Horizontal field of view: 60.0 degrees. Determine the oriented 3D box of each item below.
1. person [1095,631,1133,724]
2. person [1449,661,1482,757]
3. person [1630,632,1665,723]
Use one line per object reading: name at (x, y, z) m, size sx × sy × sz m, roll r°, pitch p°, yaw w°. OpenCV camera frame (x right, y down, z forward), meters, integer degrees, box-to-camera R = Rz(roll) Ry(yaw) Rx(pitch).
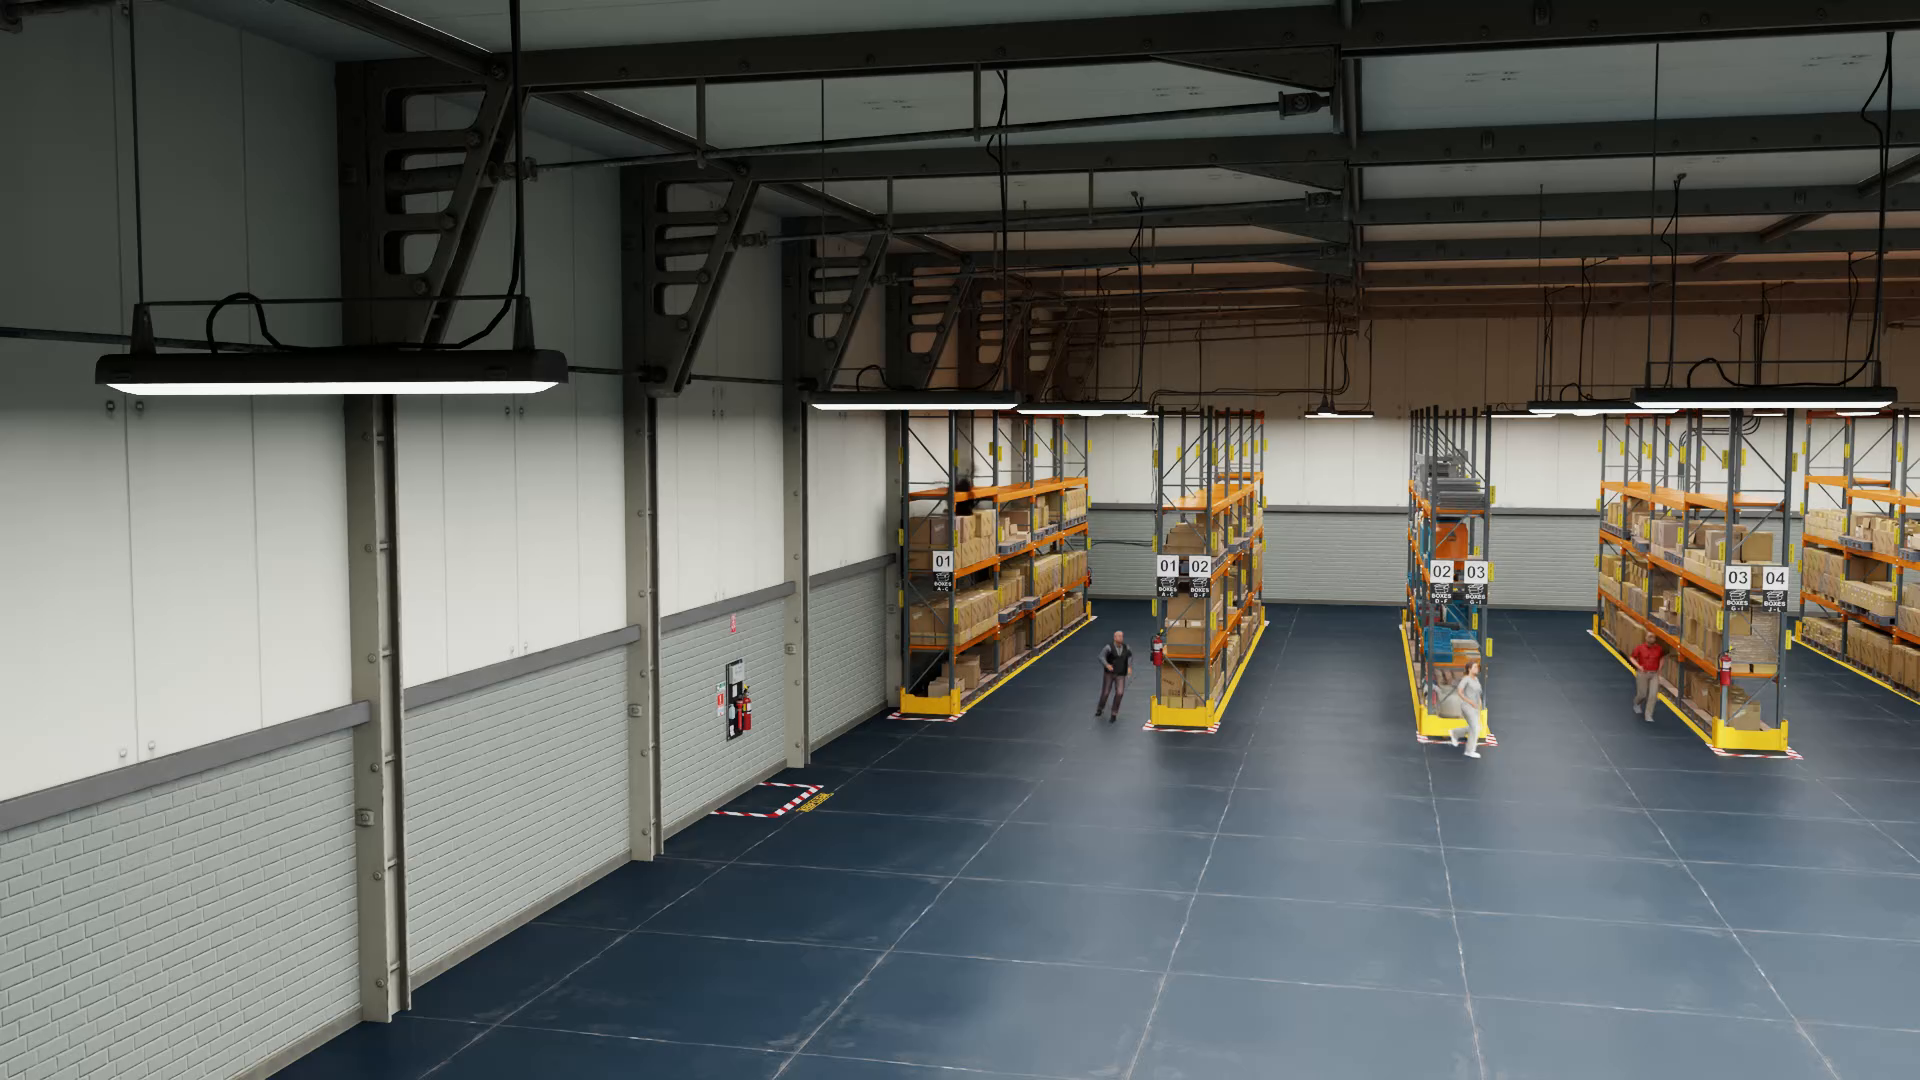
person at (2.973, 2.607, 31.737) m, size 0.727 × 1.747 × 0.757 m, roll 0°, pitch 4°, yaw -5°
person at (8.696, 2.877, 28.549) m, size 0.604 × 1.638 × 0.644 m, roll -4°, pitch 6°, yaw -42°
person at (13.144, 2.592, 31.769) m, size 0.660 × 1.699 × 0.772 m, roll 0°, pitch 4°, yaw 6°
